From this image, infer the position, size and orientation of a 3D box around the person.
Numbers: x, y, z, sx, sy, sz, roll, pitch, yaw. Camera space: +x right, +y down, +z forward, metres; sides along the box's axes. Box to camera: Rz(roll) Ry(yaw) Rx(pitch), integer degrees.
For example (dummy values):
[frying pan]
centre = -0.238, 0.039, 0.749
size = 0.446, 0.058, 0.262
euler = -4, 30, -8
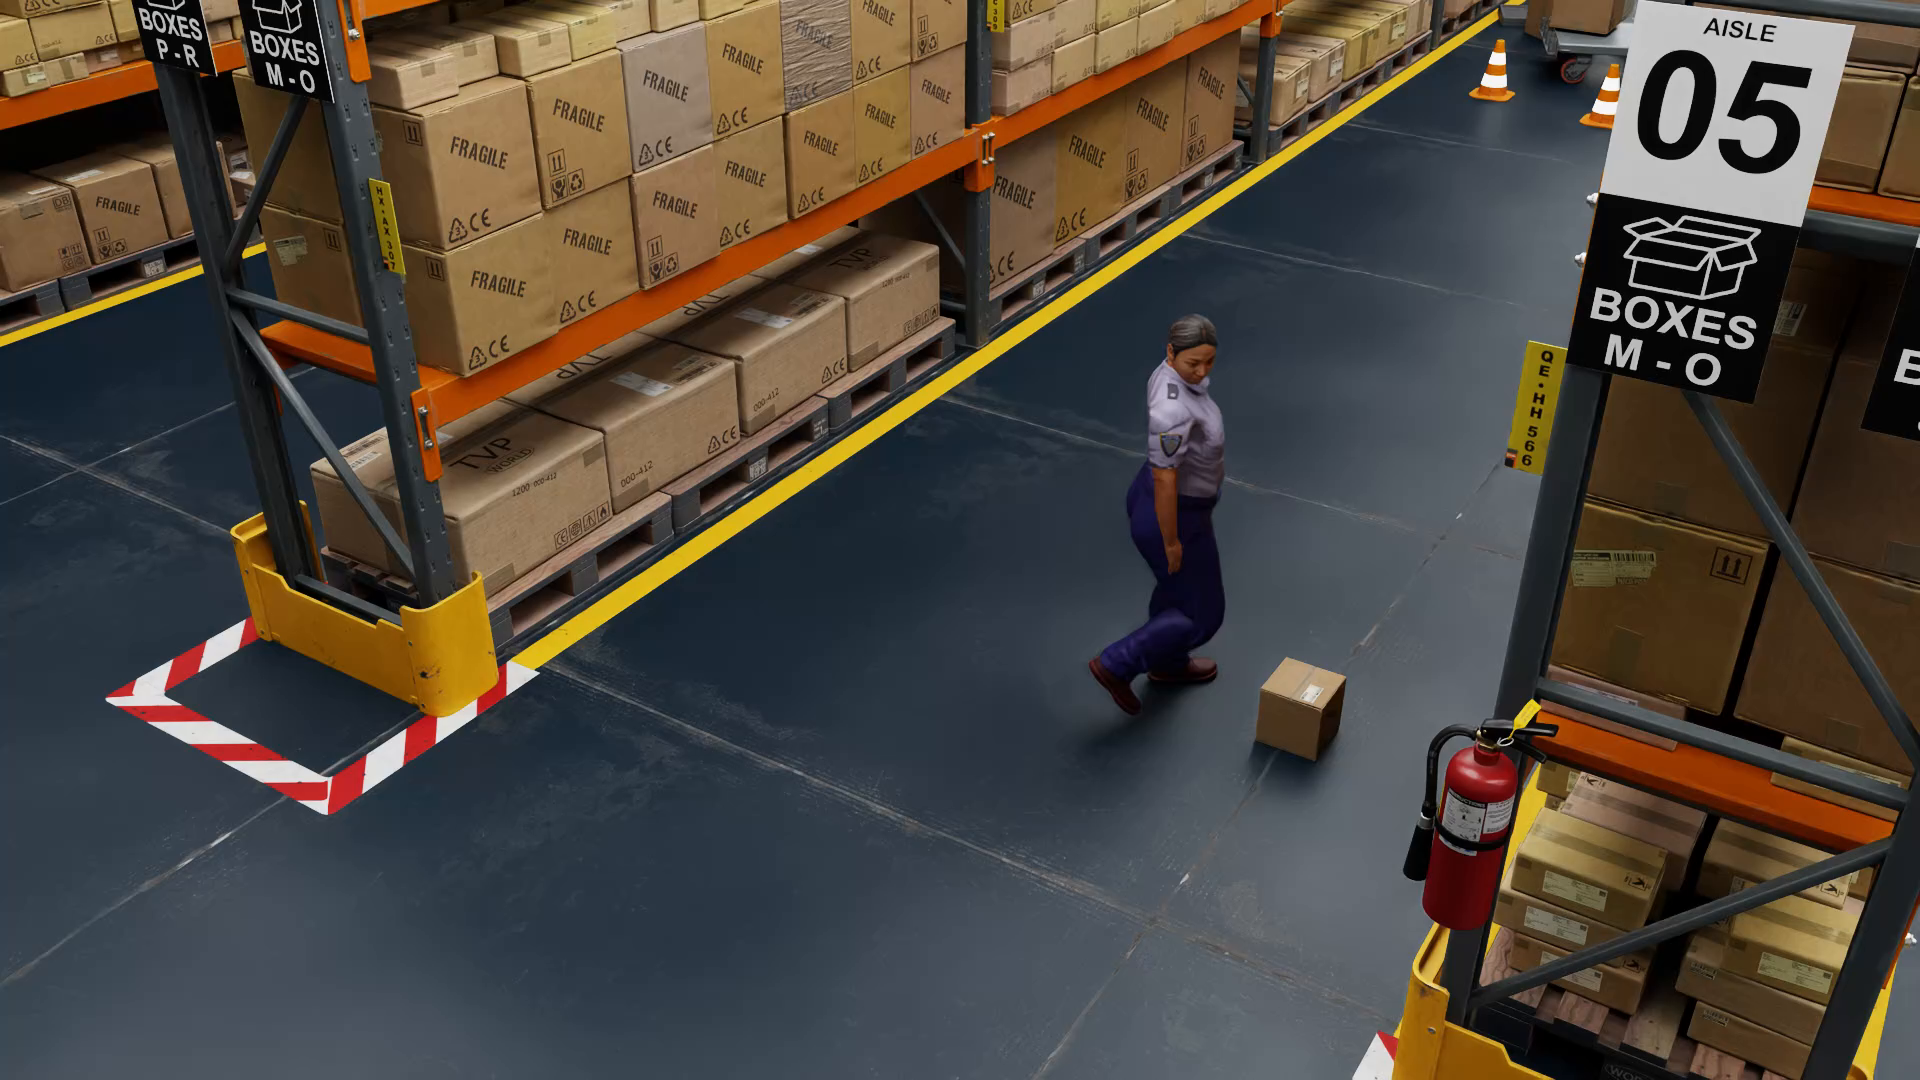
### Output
[person]
centre = 0.775, -0.083, 6.261
size = 0.556, 1.645, 0.517
euler = 0, 31, 0
